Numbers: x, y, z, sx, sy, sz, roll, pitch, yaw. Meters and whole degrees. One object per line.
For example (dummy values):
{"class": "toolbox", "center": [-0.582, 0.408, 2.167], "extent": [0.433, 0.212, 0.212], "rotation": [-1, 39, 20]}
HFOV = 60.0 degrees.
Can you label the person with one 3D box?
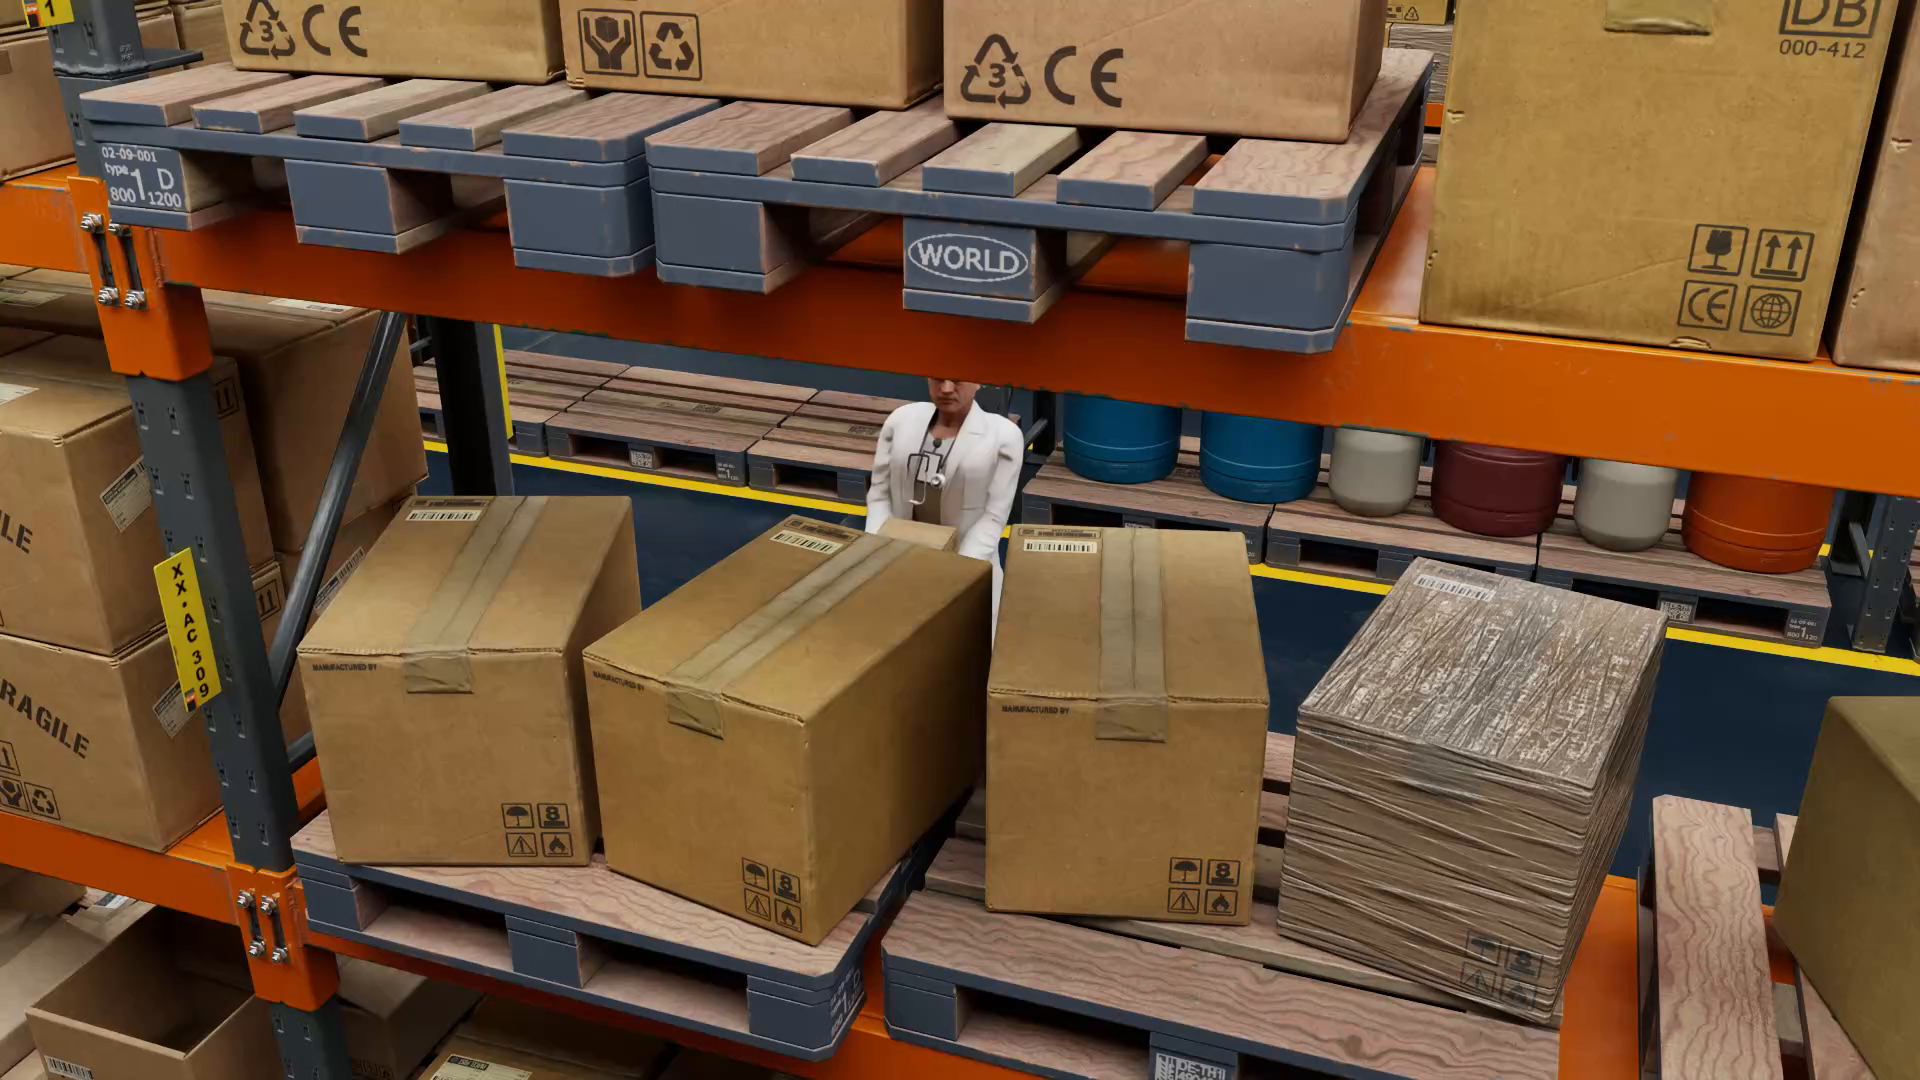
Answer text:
{"class": "person", "center": [-0.090, 0.201, 5.711], "extent": [0.529, 1.772, 0.553], "rotation": [9, 27, 19]}
